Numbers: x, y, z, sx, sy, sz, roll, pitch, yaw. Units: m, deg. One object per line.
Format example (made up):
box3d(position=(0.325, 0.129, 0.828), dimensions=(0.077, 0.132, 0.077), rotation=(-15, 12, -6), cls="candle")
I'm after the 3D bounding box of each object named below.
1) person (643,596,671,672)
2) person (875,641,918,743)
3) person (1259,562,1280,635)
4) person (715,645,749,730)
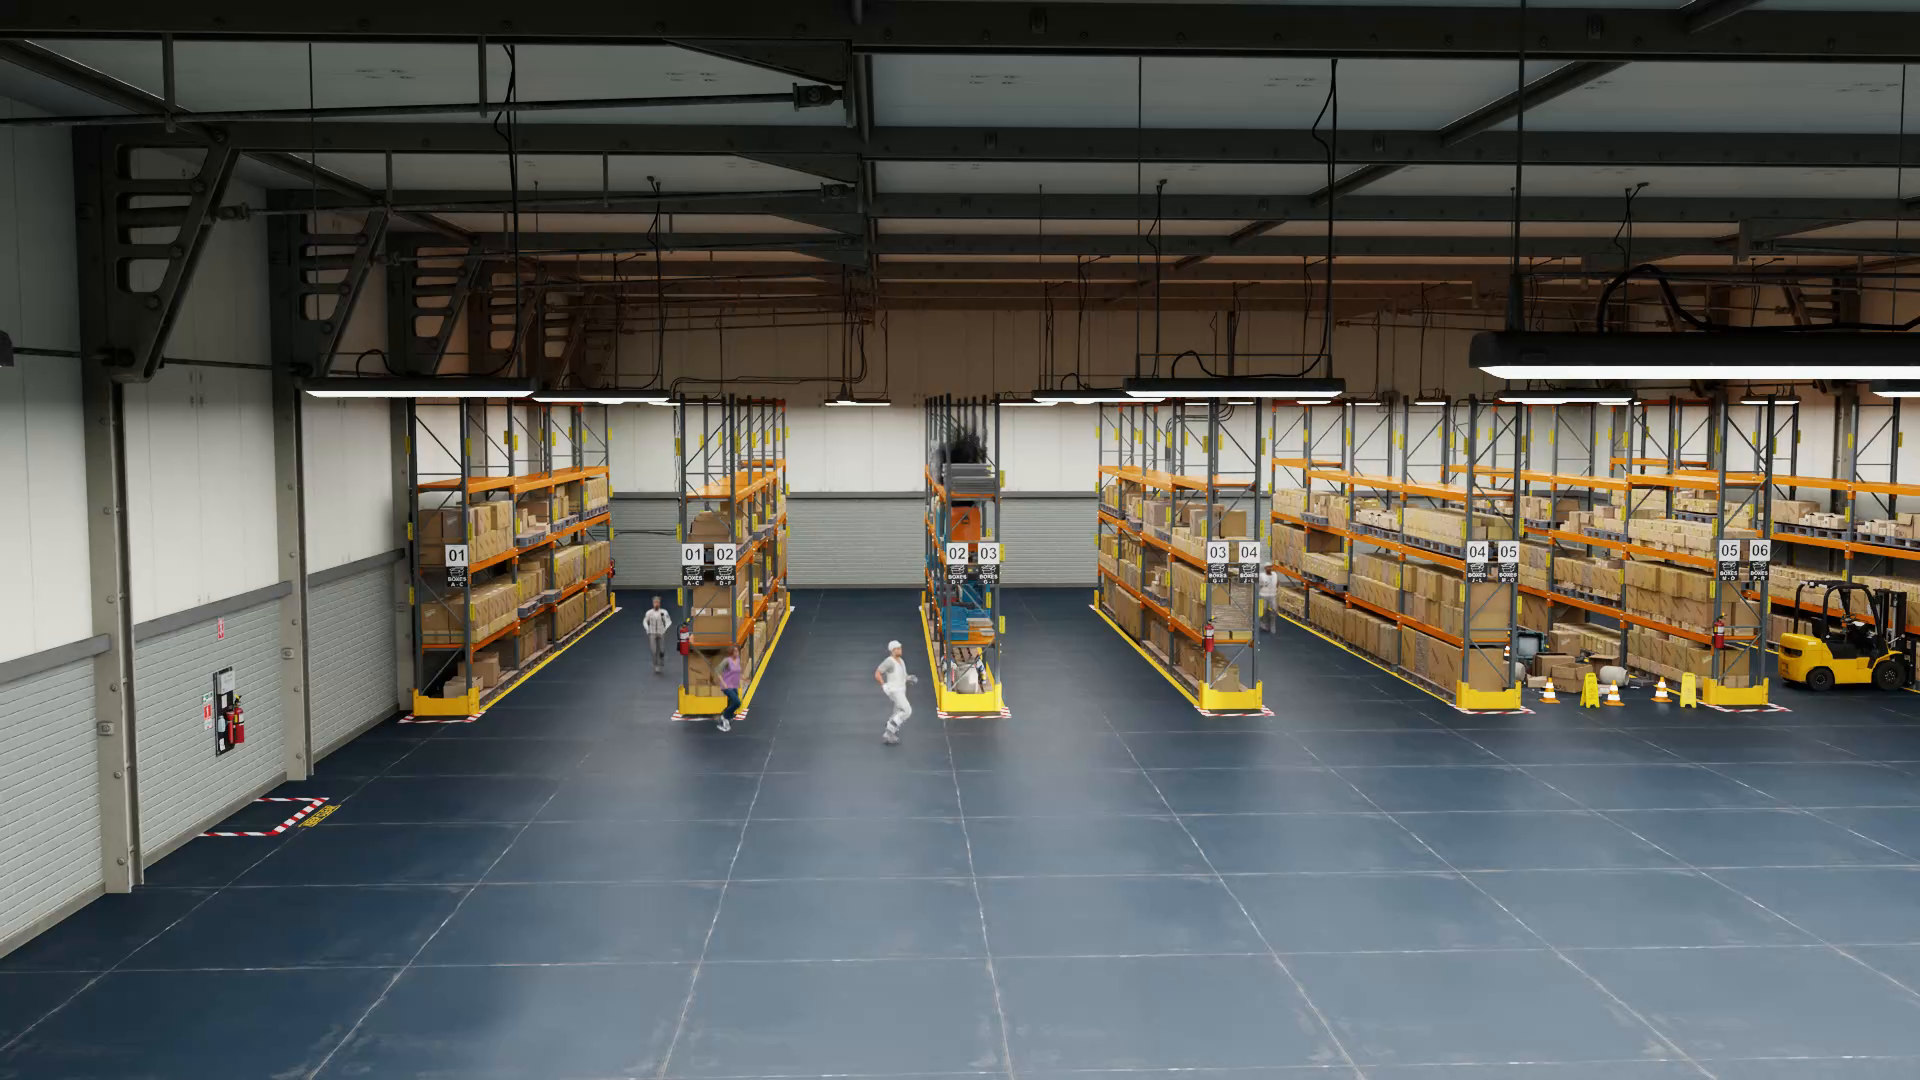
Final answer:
box3d(position=(-6.602, 2.037, 36.215), dimensions=(0.614, 1.647, 0.580), rotation=(-1, 5, -8), cls="person")
box3d(position=(-1.039, 2.590, 28.354), dimensions=(0.642, 1.742, 0.649), rotation=(2, 5, 20), cls="person")
box3d(position=(7.871, 1.468, 42.453), dimensions=(0.657, 1.835, 0.764), rotation=(0, 5, -3), cls="person")
box3d(position=(-4.064, 2.626, 29.503), dimensions=(0.658, 1.545, 0.516), rotation=(3, 5, 30), cls="person")
